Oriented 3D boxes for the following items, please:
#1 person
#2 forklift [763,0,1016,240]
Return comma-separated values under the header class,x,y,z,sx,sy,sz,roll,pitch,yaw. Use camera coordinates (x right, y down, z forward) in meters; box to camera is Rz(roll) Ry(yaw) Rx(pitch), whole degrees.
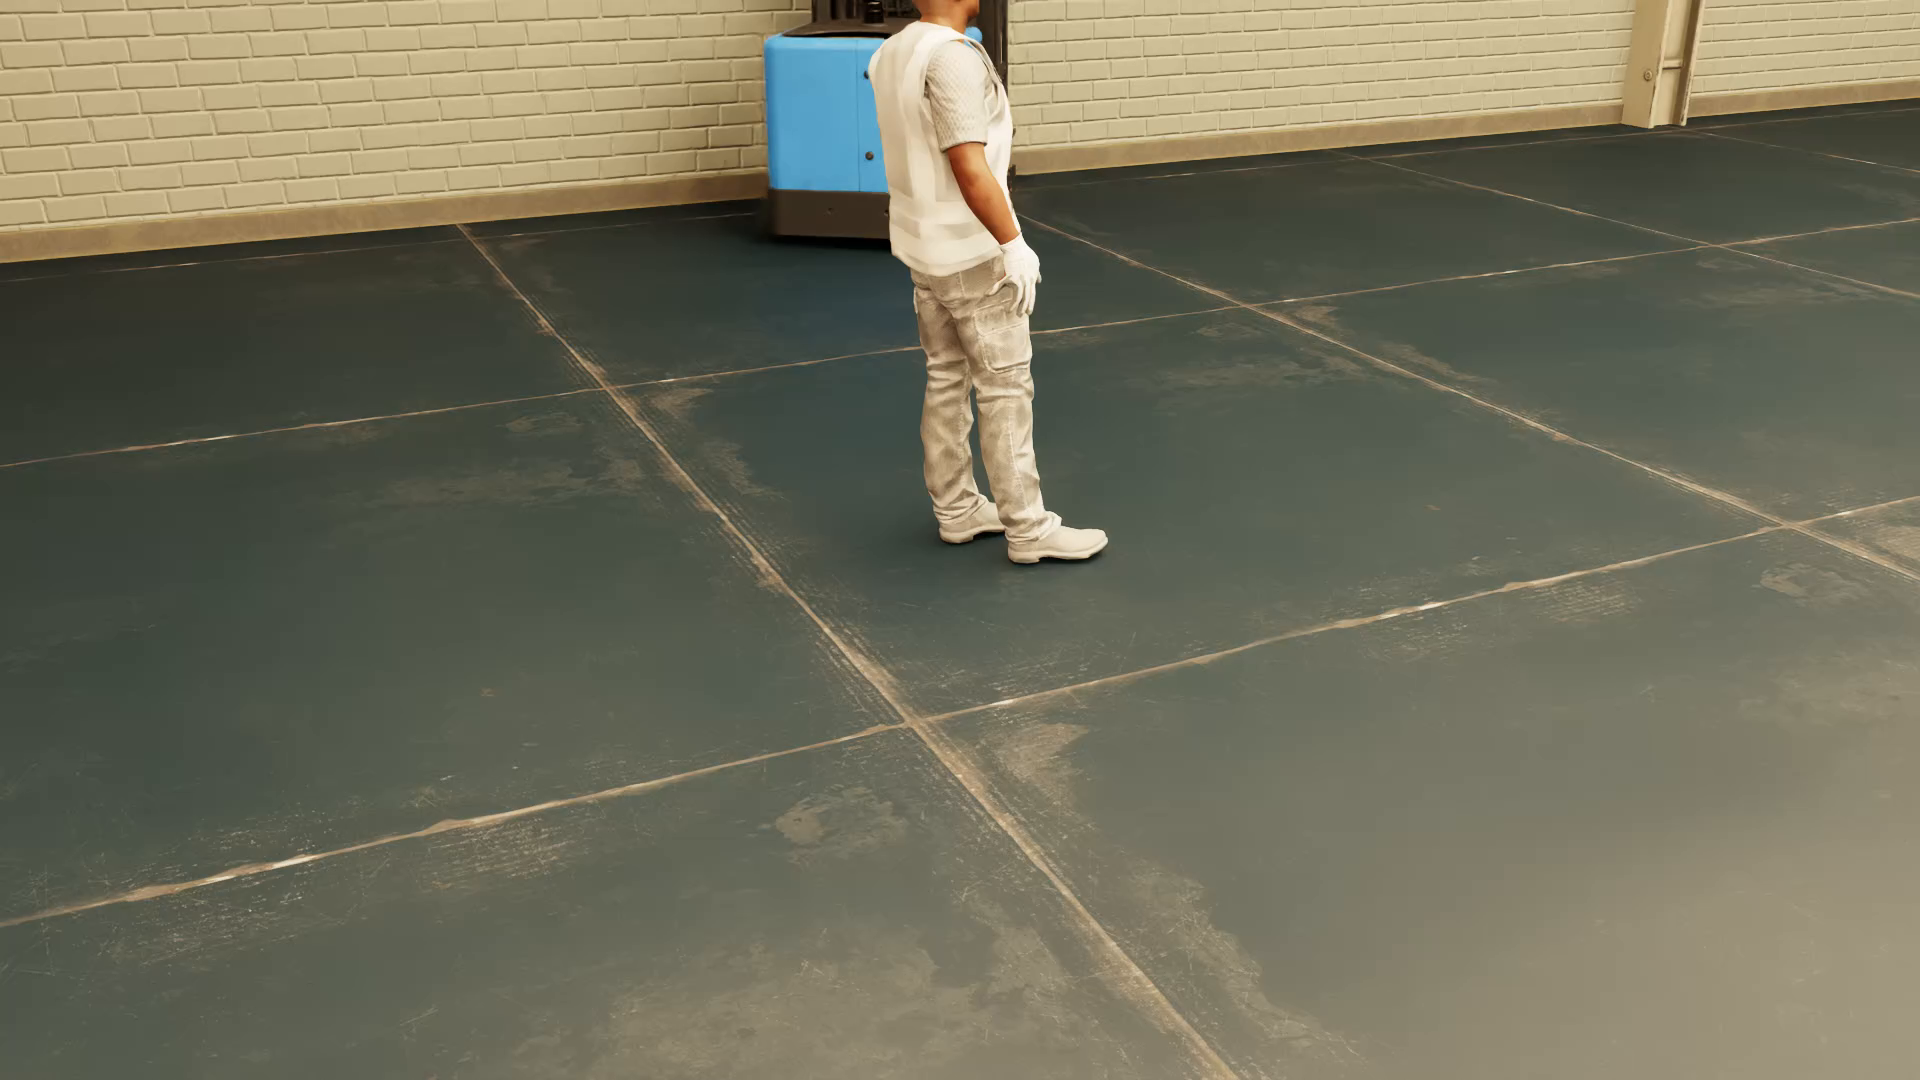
class,x,y,z,sx,sy,sz,roll,pitch,yaw
person,0.069,-0.839,4.782,0.577,1.782,0.656,-10,25,-23
forklift,-0.266,-3.445,9.579,1.130,2.935,3.031,4,23,9
